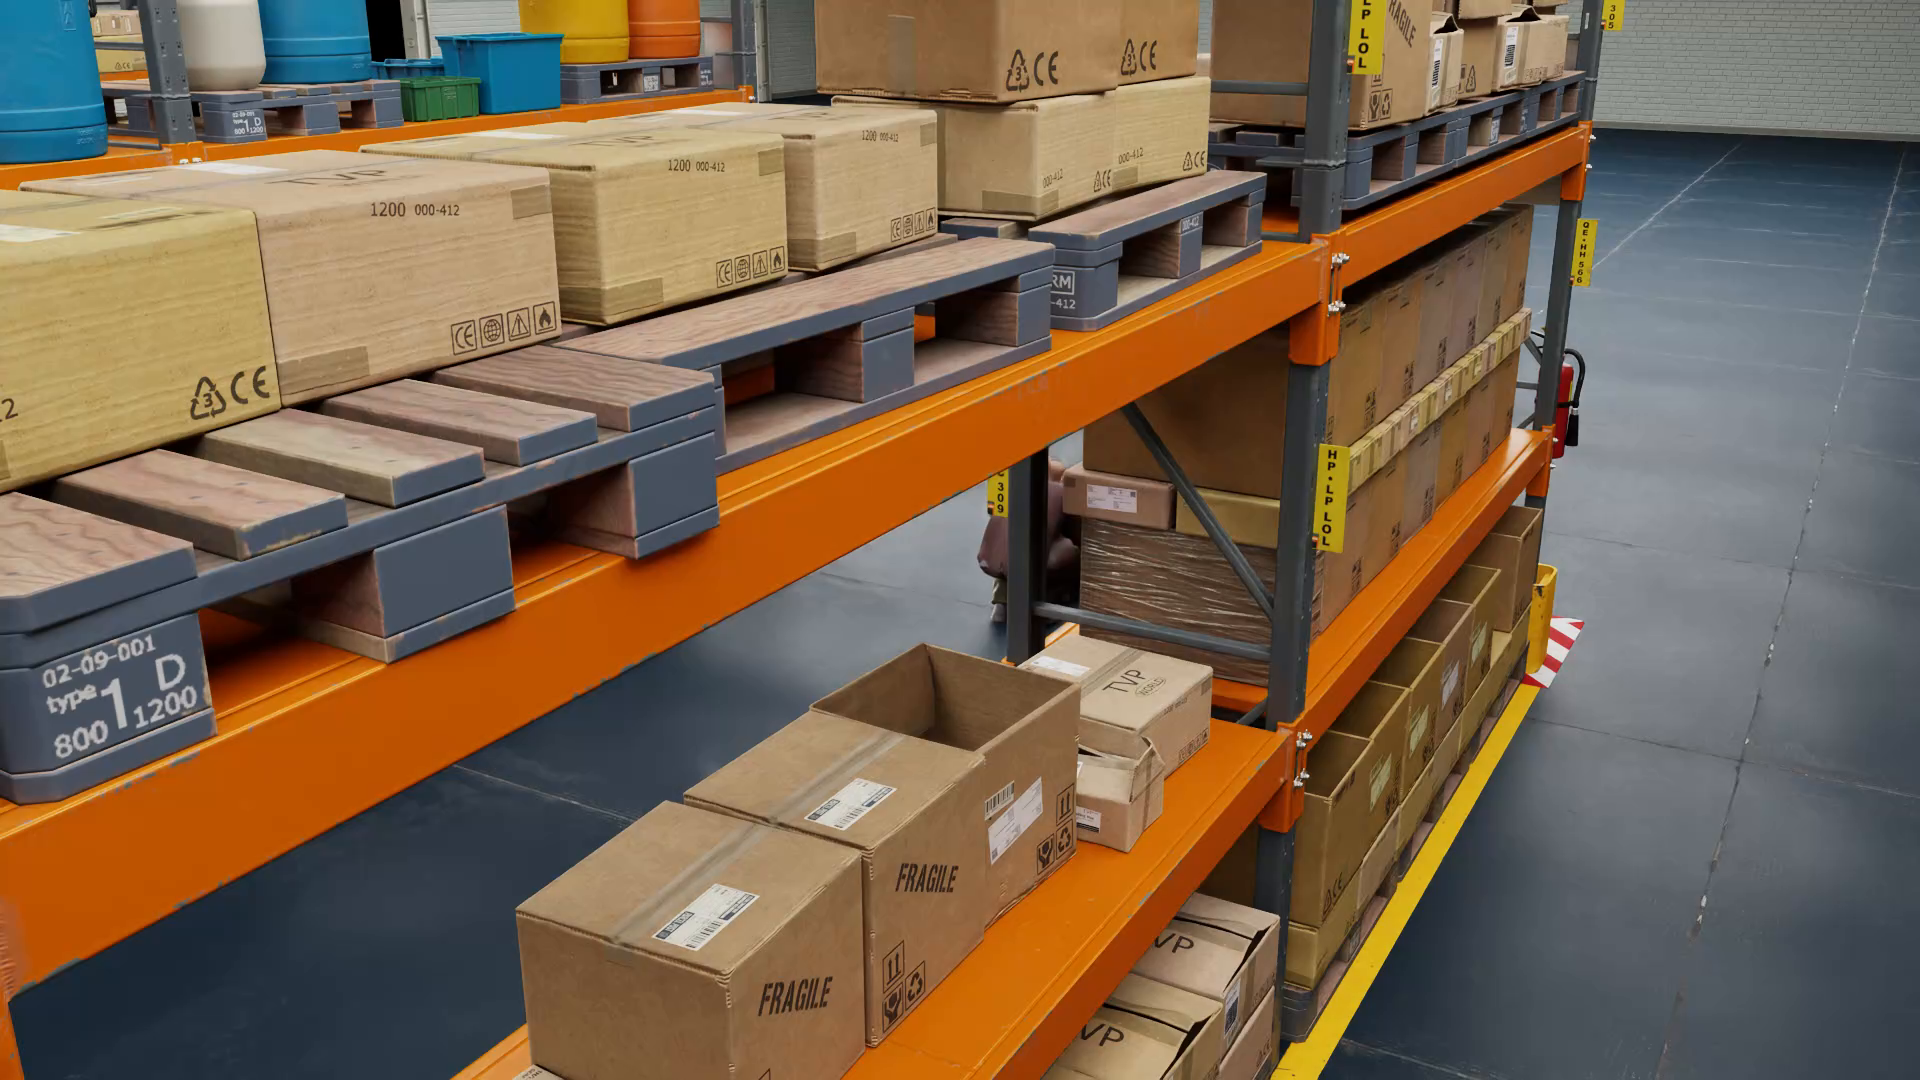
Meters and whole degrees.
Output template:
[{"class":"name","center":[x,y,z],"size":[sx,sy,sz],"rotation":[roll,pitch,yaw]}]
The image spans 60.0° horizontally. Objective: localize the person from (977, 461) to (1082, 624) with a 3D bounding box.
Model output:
[{"class":"person","center":[0.429,0.067,9.503],"size":[0.584,0.884,0.910],"rotation":[10,22,27]}]
